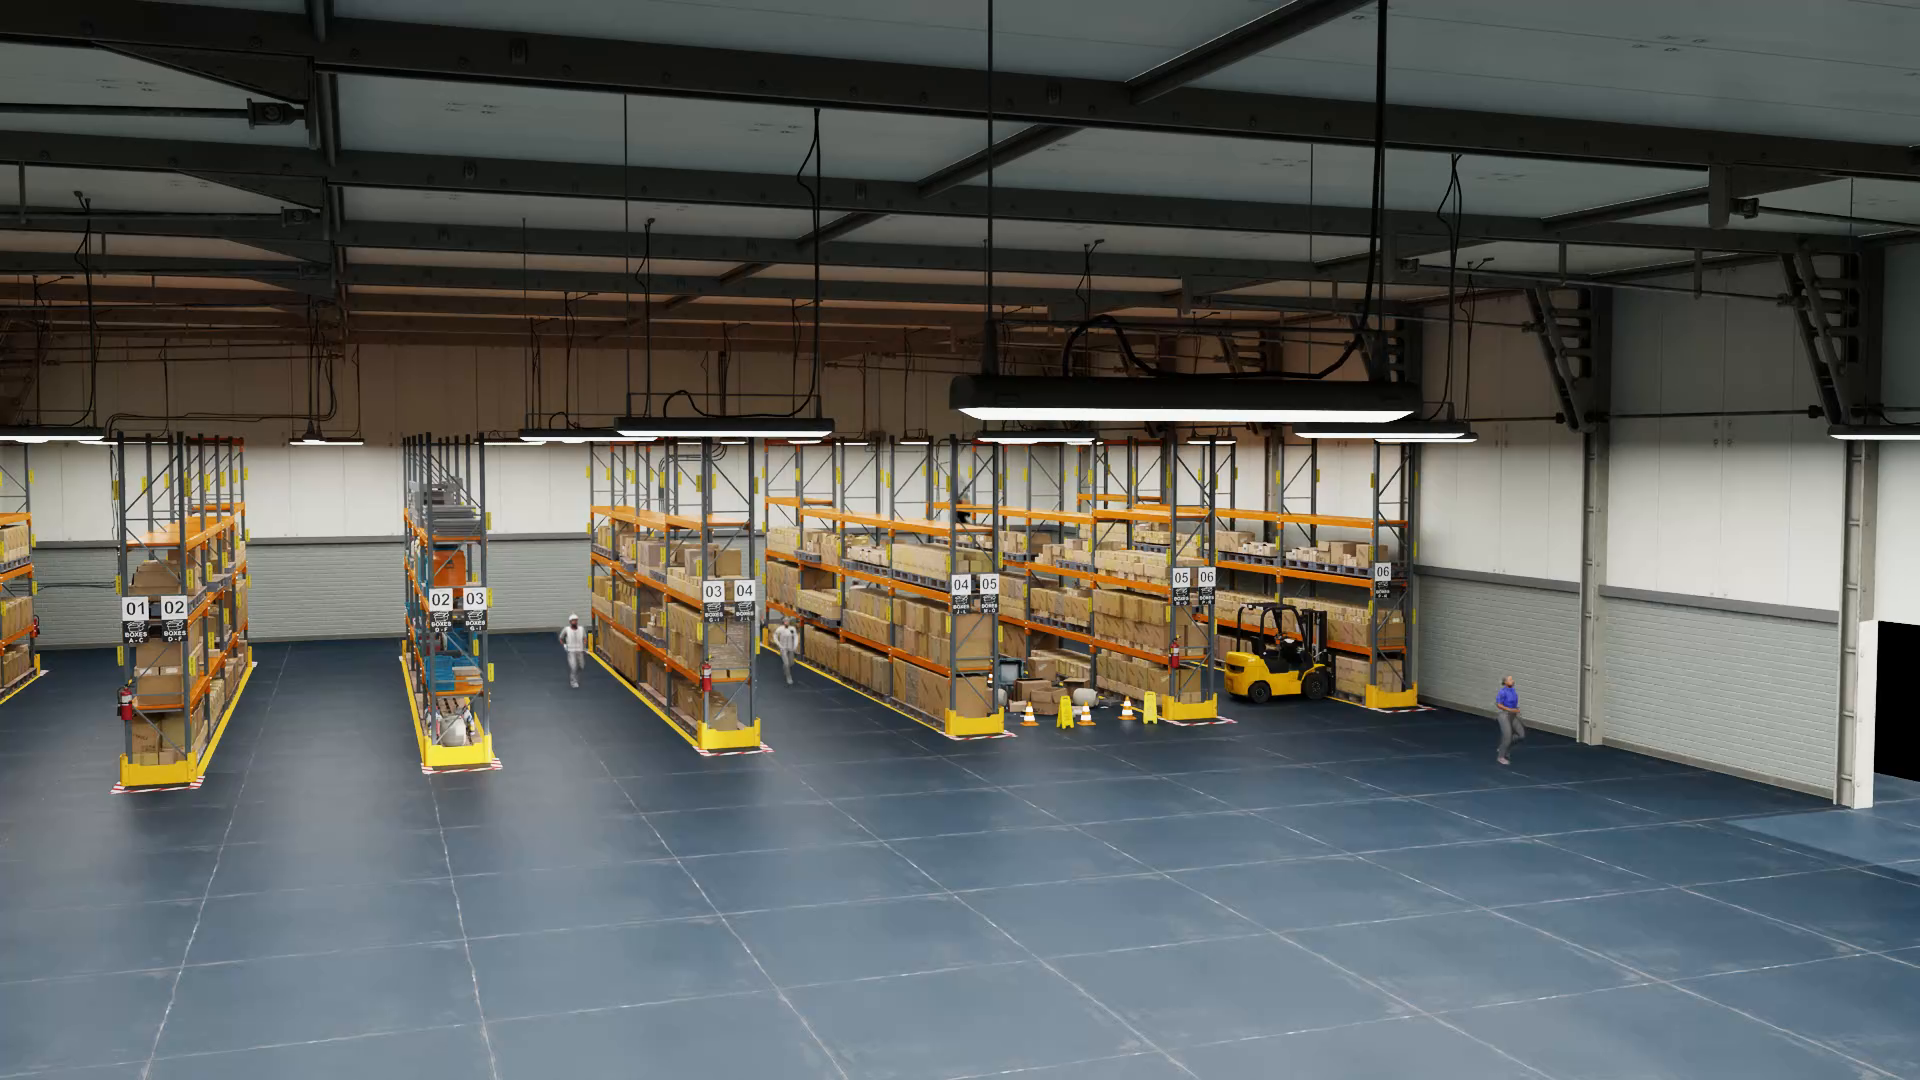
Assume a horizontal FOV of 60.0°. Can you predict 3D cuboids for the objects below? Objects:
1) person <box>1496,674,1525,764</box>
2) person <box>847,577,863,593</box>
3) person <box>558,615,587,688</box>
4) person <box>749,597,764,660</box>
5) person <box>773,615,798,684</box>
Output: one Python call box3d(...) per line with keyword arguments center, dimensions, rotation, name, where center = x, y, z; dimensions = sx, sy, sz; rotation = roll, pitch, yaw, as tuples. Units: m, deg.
box3d(center=(9.967, 3.242, 30.080), dimensions=(0.624, 1.624, 0.525), rotation=(-2, 4, -37), name="person")
box3d(center=(-2.986, 1.932, 47.606), dimensions=(0.662, 1.790, 0.737), rotation=(-1, 3, -24), name="person")
box3d(center=(-9.224, 2.655, 39.704), dimensions=(0.685, 1.735, 0.667), rotation=(-2, 4, -29), name="person")
box3d(center=(-5.587, 2.366, 44.878), dimensions=(0.652, 1.739, 0.613), rotation=(-1, 3, -19), name="person")
box3d(center=(-4.255, 2.658, 40.636), dimensions=(0.639, 1.656, 0.564), rotation=(-1, 3, -18), name="person")
